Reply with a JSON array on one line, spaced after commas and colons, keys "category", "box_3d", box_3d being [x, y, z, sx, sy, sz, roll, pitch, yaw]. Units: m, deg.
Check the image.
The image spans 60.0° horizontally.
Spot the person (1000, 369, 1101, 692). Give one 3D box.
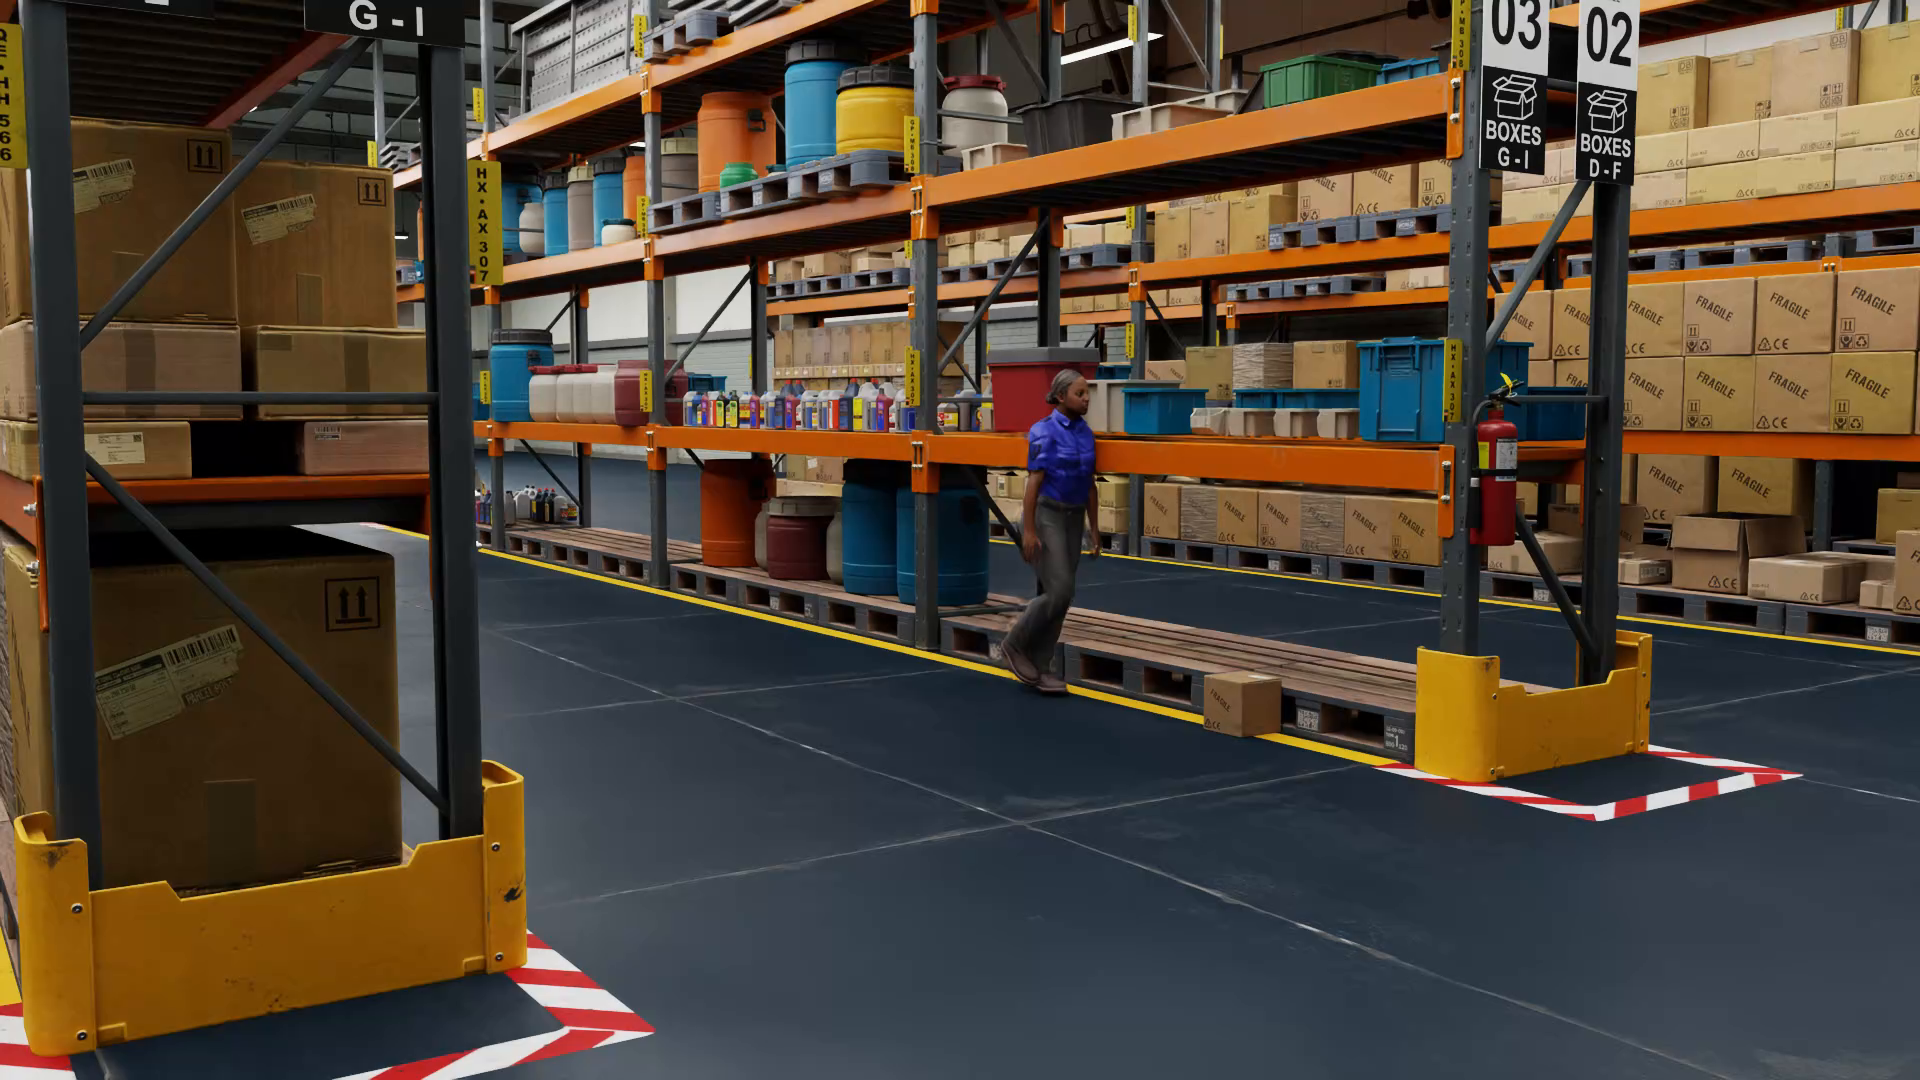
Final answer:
[{"category": "person", "box_3d": [0.467, -0.047, 8.496, 0.465, 1.648, 0.553, 5, 7, 44]}]
